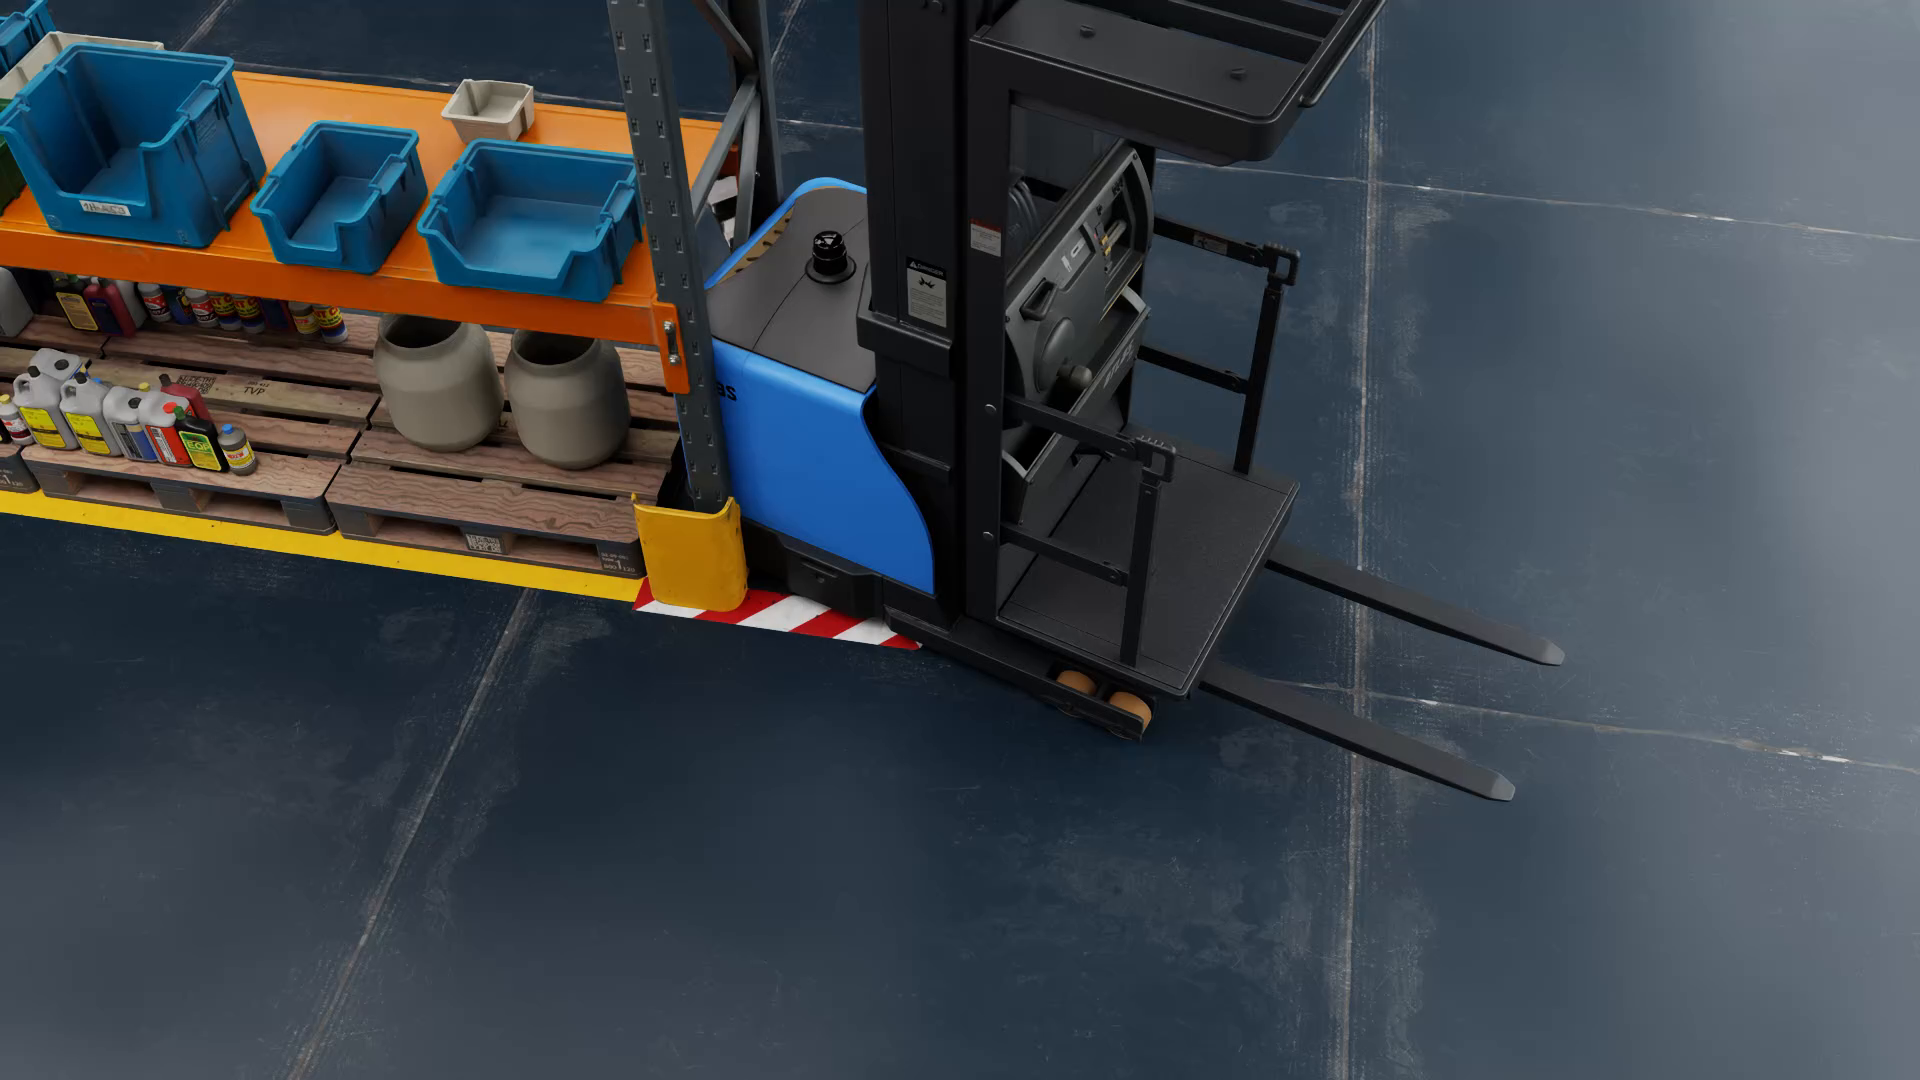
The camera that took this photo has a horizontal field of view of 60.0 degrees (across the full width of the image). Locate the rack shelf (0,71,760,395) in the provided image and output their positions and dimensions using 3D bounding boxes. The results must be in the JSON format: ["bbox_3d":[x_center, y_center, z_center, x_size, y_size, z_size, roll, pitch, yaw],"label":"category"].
[{"bbox_3d":[-2.751,-1.233,5.825,4.000,0.370,1.077,8,49,7],"label":"rack shelf"}]

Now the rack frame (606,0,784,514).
[{"bbox_3d":[-0.783,-1.209,5.320,0.127,3.000,1.000,8,49,7],"label":"rack frame"}]

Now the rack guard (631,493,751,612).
[{"bbox_3d":[-0.866,-0.349,6.228,0.348,0.500,1.175,8,49,7],"label":"rack guard"}]

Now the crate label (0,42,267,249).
[{"bbox_3d":[-2.642,-1.266,5.348,0.616,0.435,0.502,8,49,7],"label":"crate label"}]

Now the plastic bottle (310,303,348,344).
[{"bbox_3d":[-2.512,-0.912,6.591,0.097,0.271,0.097,0,48,0],"label":"plastic bottle"}]

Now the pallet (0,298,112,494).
[{"bbox_3d":[-4.066,-0.687,6.725,1.213,0.211,1.003,8,49,7],"label":"pallet"}]

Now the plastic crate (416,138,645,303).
[{"bbox_3d":[-1.329,-1.007,5.238,0.616,0.251,0.499,8,49,7],"label":"plastic crate"}]

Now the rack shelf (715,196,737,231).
[{"bbox_3d":[-0.903,-1.394,6.795,0.200,0.077,0.258,-19,44,3],"label":"rack shelf"}]

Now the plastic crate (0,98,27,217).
[{"bbox_3d":[-3.434,-1.281,5.527,0.662,0.188,0.450,8,49,7],"label":"plastic crate"}]

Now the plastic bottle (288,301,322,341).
[{"bbox_3d":[-2.614,-0.902,6.630,0.097,0.201,0.097,0,48,0],"label":"plastic bottle"}]

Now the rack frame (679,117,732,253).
[{"bbox_3d":[-0.984,-1.324,6.840,0.006,0.900,0.240,-19,44,3],"label":"rack frame"}]

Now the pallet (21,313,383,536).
[{"bbox_3d":[-2.862,-0.527,6.582,1.213,0.211,1.003,8,49,7],"label":"pallet"}]

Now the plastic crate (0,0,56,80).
[{"bbox_3d":[-3.582,-1.741,5.898,0.616,0.251,0.499,8,49,7],"label":"plastic crate"}]

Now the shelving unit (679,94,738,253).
[{"bbox_3d":[-0.888,-1.356,6.834,0.210,0.900,0.258,-19,44,3],"label":"shelving unit"}]

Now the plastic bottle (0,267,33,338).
[{"bbox_3d":[-3.847,-0.964,6.635,0.135,0.276,0.152,8,49,7],"label":"plastic bottle"}]

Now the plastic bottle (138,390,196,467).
[{"bbox_3d":[-2.911,-0.421,6.147,0.135,0.276,0.152,8,49,7],"label":"plastic bottle"}]

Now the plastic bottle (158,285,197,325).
[{"bbox_3d":[-3.147,-0.998,6.668,0.097,0.271,0.097,0,48,0],"label":"plastic bottle"}]

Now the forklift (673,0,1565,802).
[{"bbox_3d":[0.550,-0.761,4.963,3.031,2.935,1.130,22,52,18],"label":"forklift"}]

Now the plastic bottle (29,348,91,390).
[{"bbox_3d":[-3.393,-0.595,6.303,0.135,0.276,0.152,8,49,7],"label":"plastic bottle"}]

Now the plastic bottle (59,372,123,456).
[{"bbox_3d":[-3.212,-0.484,6.153,0.185,0.351,0.144,9,49,8],"label":"plastic bottle"}]

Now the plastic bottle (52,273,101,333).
[{"bbox_3d":[-3.521,-0.957,6.623,0.133,0.283,0.061,8,49,7],"label":"plastic bottle"}]

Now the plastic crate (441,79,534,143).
[{"bbox_3d":[-1.607,-1.475,5.736,0.250,0.136,0.298,8,49,7],"label":"plastic crate"}]

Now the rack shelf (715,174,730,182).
[{"bbox_3d":[-0.952,-1.513,6.669,0.200,0.077,0.258,-19,44,3],"label":"rack shelf"}]

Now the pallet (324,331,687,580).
[{"bbox_3d":[-1.665,-0.364,6.435,1.213,0.211,1.003,8,49,7],"label":"pallet"}]

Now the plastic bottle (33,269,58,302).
[{"bbox_3d":[-3.678,-1.087,6.740,0.133,0.283,0.061,11,49,9],"label":"plastic bottle"}]

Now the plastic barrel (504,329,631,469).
[{"bbox_3d":[-1.444,-0.549,6.117,0.421,0.512,0.421,0,48,0],"label":"plastic barrel"}]

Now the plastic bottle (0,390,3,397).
[{"bbox_3d":[-3.662,-0.546,6.262,0.097,0.271,0.097,0,48,0],"label":"plastic bottle"}]

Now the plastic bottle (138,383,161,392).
[{"bbox_3d":[-3.044,-0.508,6.276,0.097,0.201,0.097,0,48,0],"label":"plastic bottle"}]

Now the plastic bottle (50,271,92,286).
[{"bbox_3d":[-3.528,-1.058,6.669,0.185,0.351,0.144,7,48,7],"label":"plastic bottle"}]

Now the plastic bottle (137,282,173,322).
[{"bbox_3d":[-3.247,-0.988,6.706,0.097,0.201,0.097,0,48,0],"label":"plastic bottle"}]

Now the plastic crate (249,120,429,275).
[{"bbox_3d":[-1.967,-1.097,5.319,0.408,0.251,0.499,8,49,7],"label":"plastic crate"}]

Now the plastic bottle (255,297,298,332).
[{"bbox_3d":[-2.731,-0.959,6.626,0.133,0.283,0.061,8,49,7],"label":"plastic bottle"}]

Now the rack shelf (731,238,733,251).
[{"bbox_3d":[-0.855,-1.275,6.921,0.200,0.077,0.258,-19,44,3],"label":"rack shelf"}]

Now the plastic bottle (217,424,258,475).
[{"bbox_3d":[-2.668,-0.343,6.127,0.097,0.201,0.097,0,48,0],"label":"plastic bottle"}]

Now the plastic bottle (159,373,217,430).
[{"bbox_3d":[-2.893,-0.502,6.215,0.133,0.283,0.061,8,49,7],"label":"plastic bottle"}]

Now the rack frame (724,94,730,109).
[{"bbox_3d":[-0.792,-1.389,6.829,0.006,0.900,0.240,-19,44,3],"label":"rack frame"}]

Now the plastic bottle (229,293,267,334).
[{"bbox_3d":[-2.849,-0.957,6.632,0.097,0.271,0.097,0,48,0],"label":"plastic bottle"}]

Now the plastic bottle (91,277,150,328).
[{"bbox_3d":[-3.368,-1.008,6.675,0.135,0.276,0.152,8,49,8],"label":"plastic bottle"}]

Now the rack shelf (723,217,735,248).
[{"bbox_3d":[-0.879,-1.334,6.858,0.200,0.077,0.258,-19,44,3],"label":"rack shelf"}]

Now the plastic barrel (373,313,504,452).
[{"bbox_3d":[-1.938,-0.615,6.177,0.421,0.512,0.421,0,48,0],"label":"plastic barrel"}]

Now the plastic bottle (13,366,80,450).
[{"bbox_3d":[-3.395,-0.508,6.175,0.185,0.351,0.144,7,48,7],"label":"plastic bottle"}]

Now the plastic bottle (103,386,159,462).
[{"bbox_3d":[-3.048,-0.440,6.164,0.135,0.276,0.152,6,48,6],"label":"plastic bottle"}]

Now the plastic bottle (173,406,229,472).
[{"bbox_3d":[-2.787,-0.372,6.098,0.133,0.283,0.061,9,49,8],"label":"plastic bottle"}]

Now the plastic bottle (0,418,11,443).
[{"bbox_3d":[-3.658,-0.490,6.204,0.133,0.283,0.061,10,49,9],"label":"plastic bottle"}]

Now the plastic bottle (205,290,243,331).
[{"bbox_3d":[-2.948,-0.971,6.644,0.097,0.271,0.097,0,48,0],"label":"plastic bottle"}]

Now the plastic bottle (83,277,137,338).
[{"bbox_3d":[-3.387,-0.933,6.602,0.133,0.283,0.061,8,49,7],"label":"plastic bottle"}]

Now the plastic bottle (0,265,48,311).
[{"bbox_3d":[-3.845,-1.100,6.707,0.185,0.351,0.144,5,48,5],"label":"plastic bottle"}]

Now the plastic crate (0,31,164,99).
[{"bbox_3d":[-3.076,-1.621,5.867,0.437,0.136,0.530,8,49,7],"label":"plastic crate"}]

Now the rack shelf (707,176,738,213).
[{"bbox_3d":[-0.927,-1.454,6.732,0.200,0.077,0.258,-19,44,3],"label":"rack shelf"}]

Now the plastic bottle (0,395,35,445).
[{"bbox_3d":[-3.539,-0.460,6.232,0.097,0.201,0.097,0,48,0],"label":"plastic bottle"}]

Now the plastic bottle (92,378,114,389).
[{"bbox_3d":[-3.233,-0.528,6.293,0.097,0.201,0.097,0,48,0],"label":"plastic bottle"}]

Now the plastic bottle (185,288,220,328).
[{"bbox_3d":[-3.045,-0.960,6.682,0.097,0.201,0.097,0,48,0],"label":"plastic bottle"}]
